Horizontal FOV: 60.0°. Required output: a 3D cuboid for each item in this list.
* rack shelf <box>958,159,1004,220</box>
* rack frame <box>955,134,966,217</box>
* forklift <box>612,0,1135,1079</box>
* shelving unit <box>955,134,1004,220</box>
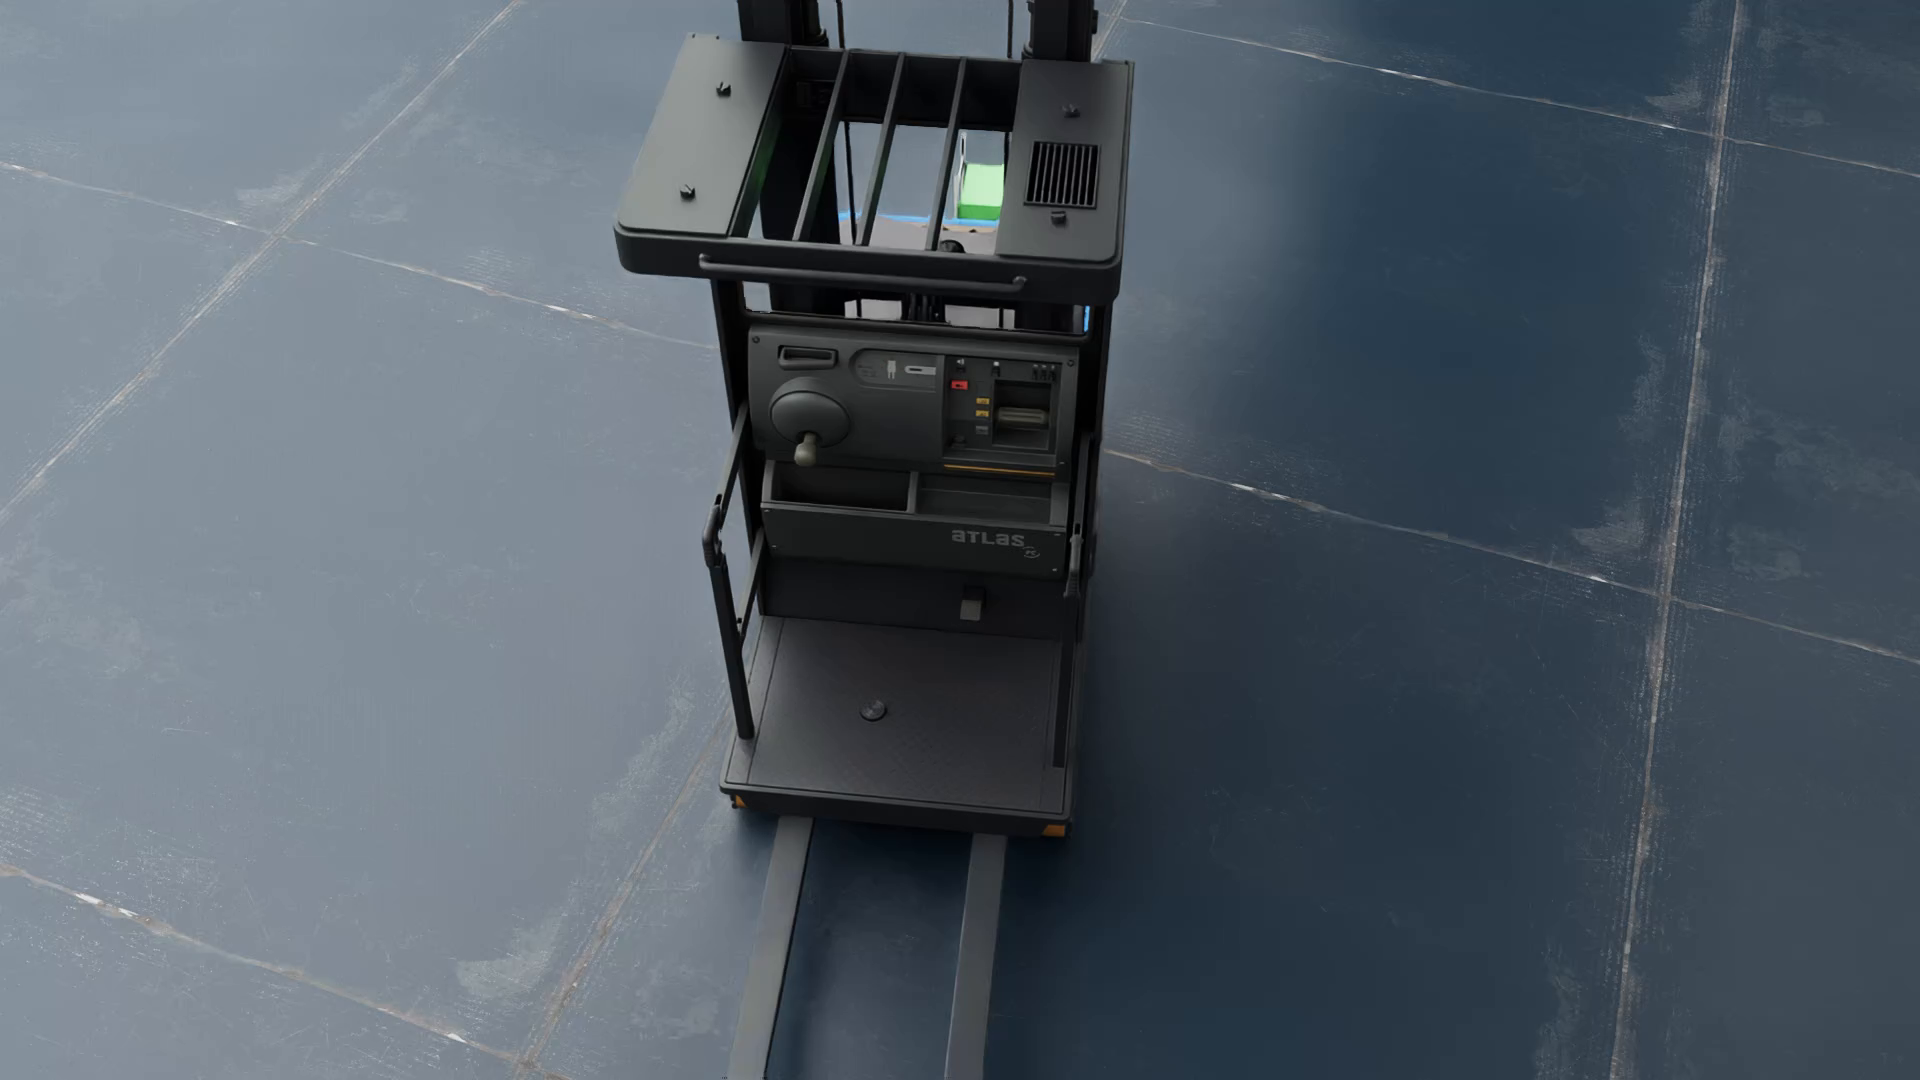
[{"bbox_3d":[0.244,-1.215,5.959,0.480,0.148,0.258,5,49,4],"label":"rack shelf"},{"bbox_3d":[0.001,-0.963,6.290,0.015,1.200,0.240,5,49,4],"label":"rack frame"},{"bbox_3d":[-0.156,-0.279,4.552,1.130,2.935,3.031,5,49,4],"label":"forklift"},{"bbox_3d":[0.244,-0.943,6.273,0.503,1.200,0.258,5,49,4],"label":"shelving unit"}]
